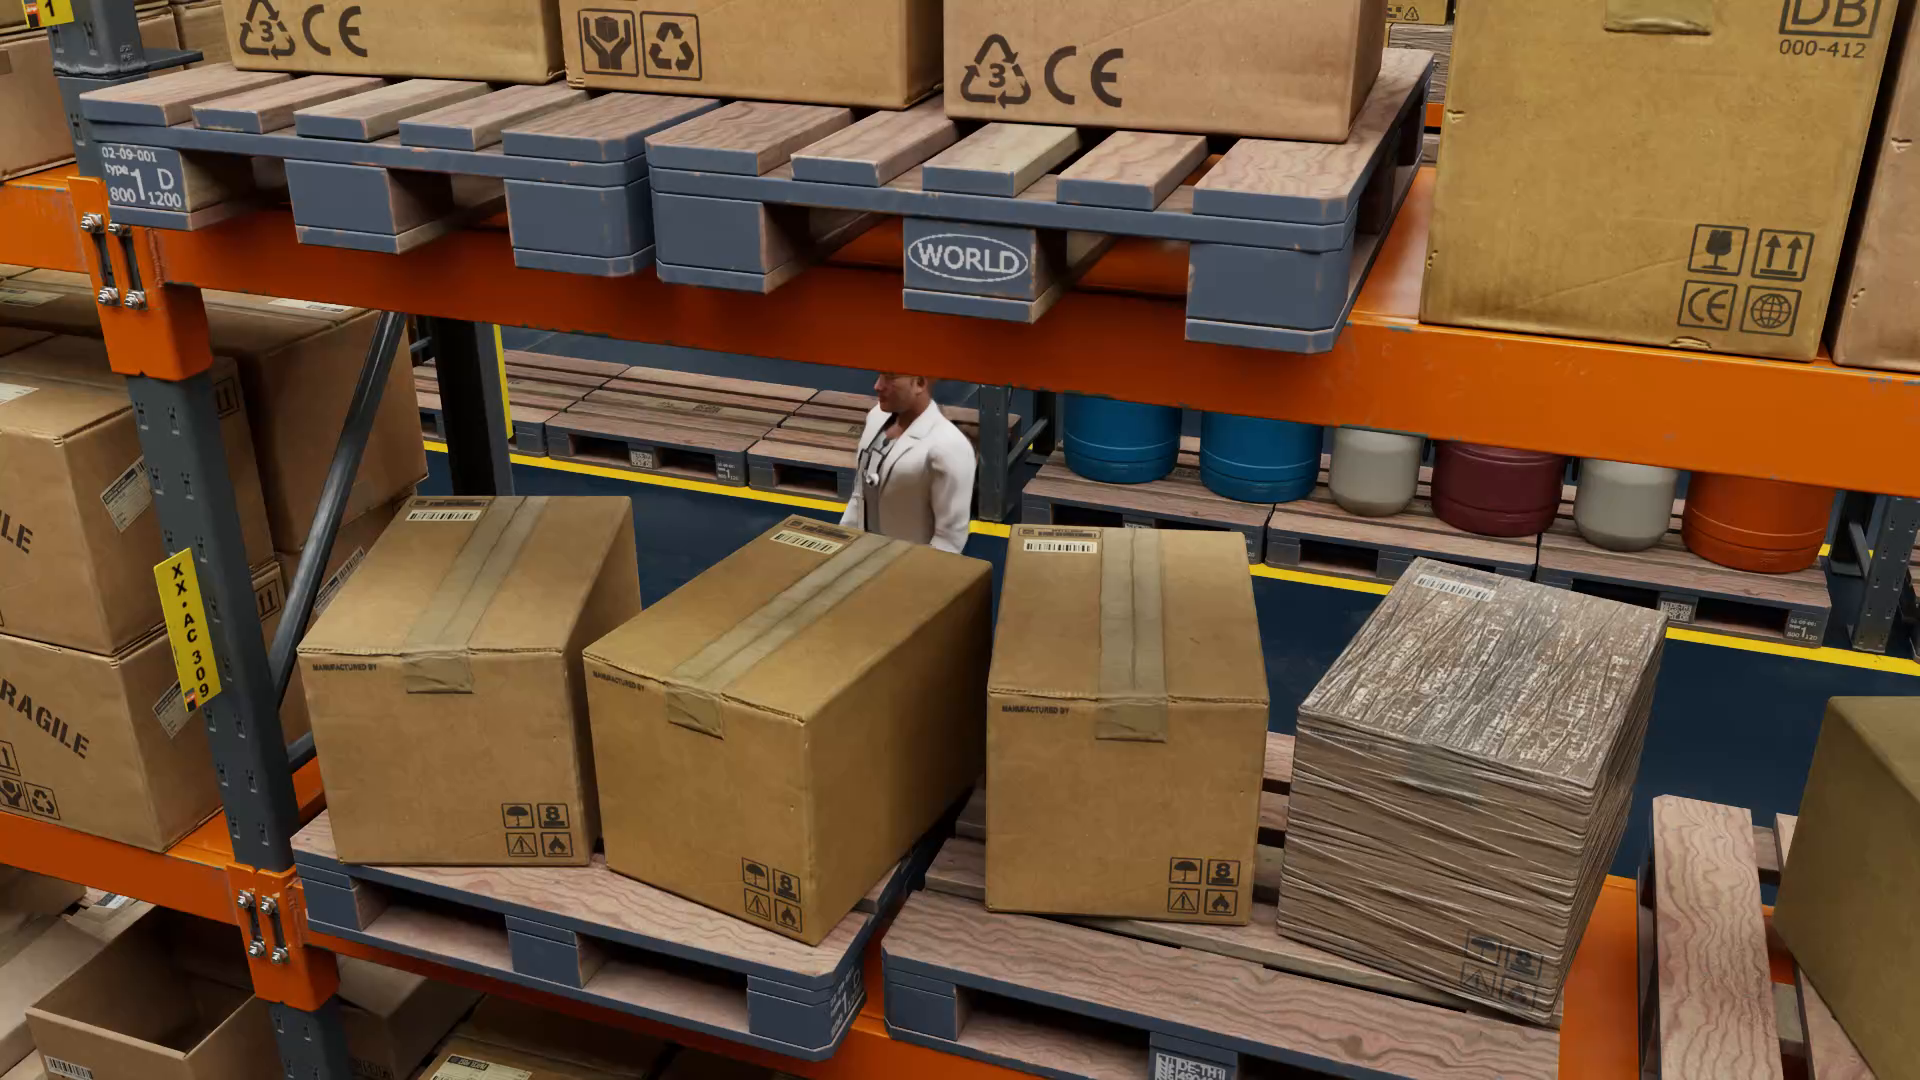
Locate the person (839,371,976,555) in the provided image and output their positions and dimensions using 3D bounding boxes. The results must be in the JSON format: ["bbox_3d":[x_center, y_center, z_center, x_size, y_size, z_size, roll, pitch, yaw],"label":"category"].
[{"bbox_3d":[-0.235,0.159,5.781,0.665,1.776,0.658,-18,31,-34],"label":"person"}]
